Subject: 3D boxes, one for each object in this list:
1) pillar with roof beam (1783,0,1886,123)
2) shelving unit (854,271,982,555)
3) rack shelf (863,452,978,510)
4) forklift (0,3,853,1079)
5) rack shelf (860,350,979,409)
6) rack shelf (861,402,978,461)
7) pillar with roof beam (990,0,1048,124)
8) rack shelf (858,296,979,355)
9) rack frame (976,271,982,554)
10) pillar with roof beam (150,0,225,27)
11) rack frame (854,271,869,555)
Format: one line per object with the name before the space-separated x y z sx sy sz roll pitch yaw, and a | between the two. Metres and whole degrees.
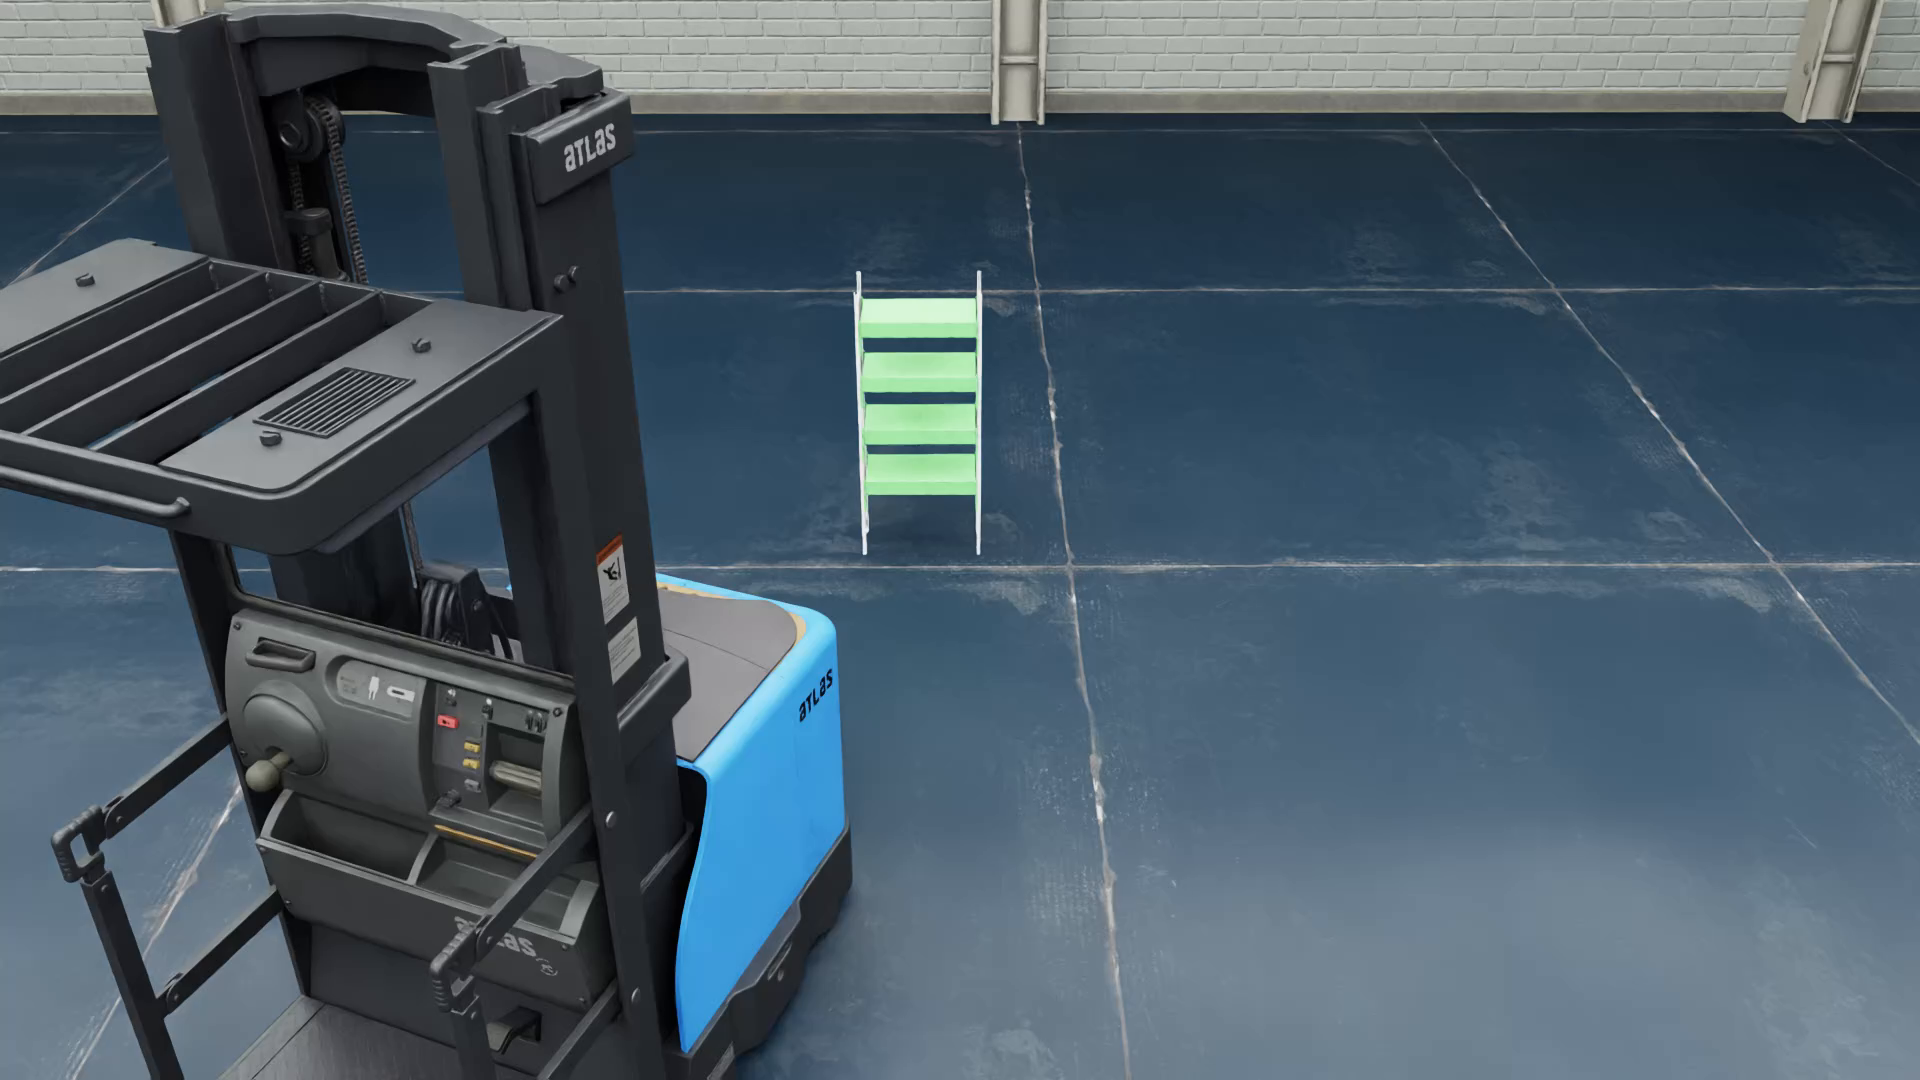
pillar with roof beam | 6.456 -4.796 6.480 0.400 9.000 9.100 0 31 0
shelving unit | -0.166 -0.512 6.938 0.503 1.200 0.258 0 31 0
rack shelf | -0.166 -0.253 7.096 0.480 0.148 0.258 0 31 0
forklift | -1.368 0.491 3.615 1.130 2.935 3.031 12 33 19
rack shelf | -0.166 -0.663 6.847 0.480 0.148 0.258 0 31 0
rack shelf | -0.166 -0.458 6.971 0.480 0.148 0.258 0 31 0
pillar with roof beam | 0.456 -4.777 6.449 0.400 9.000 9.100 0 31 0
rack shelf | -0.166 -0.868 6.722 0.480 0.148 0.258 0 31 0
rack frame | 0.078 -0.513 6.939 0.015 1.200 0.240 0 31 0
pillar with roof beam | -5.544 -4.759 6.418 0.400 9.000 9.100 0 31 0
rack frame | -0.410 -0.512 6.937 0.015 1.200 0.240 0 31 0
